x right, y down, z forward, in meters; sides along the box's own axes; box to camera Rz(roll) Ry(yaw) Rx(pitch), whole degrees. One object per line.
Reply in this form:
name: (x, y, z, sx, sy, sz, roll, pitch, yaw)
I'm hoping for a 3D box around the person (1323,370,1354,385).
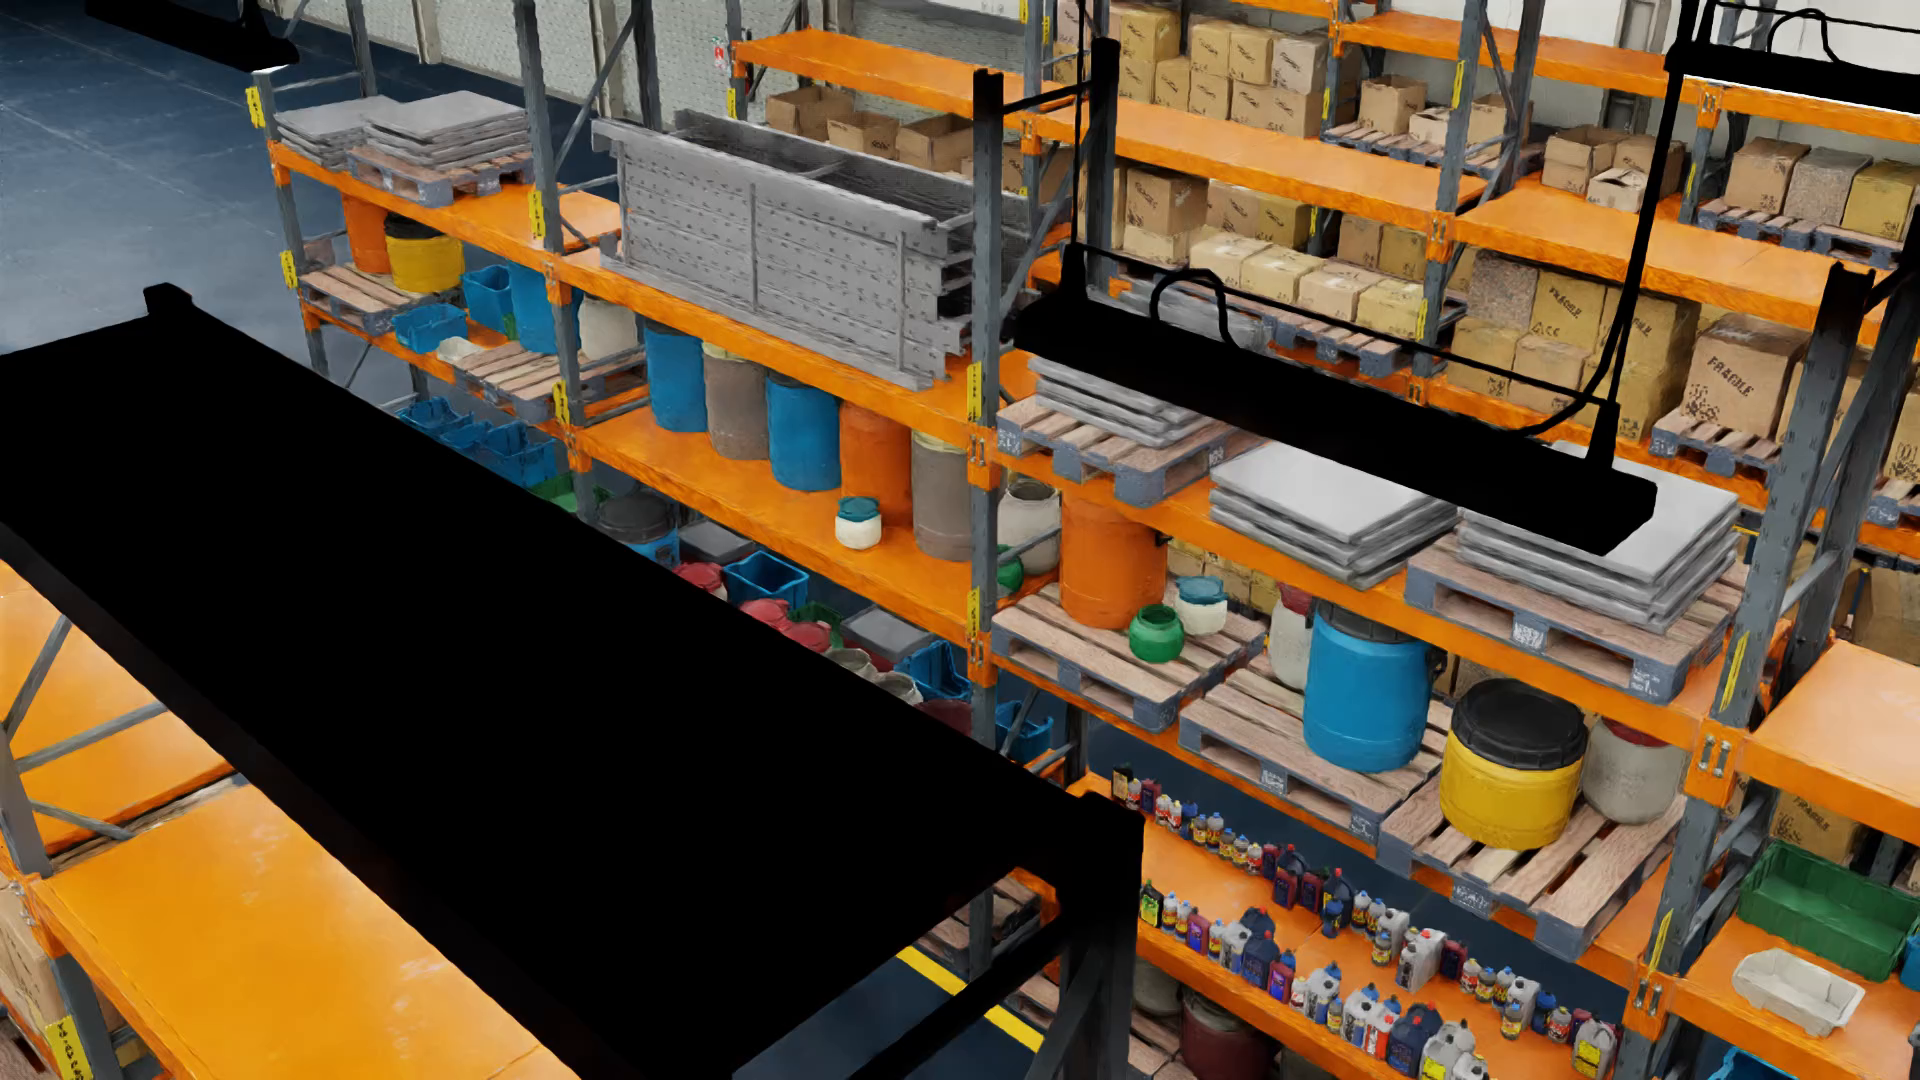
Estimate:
person: (4.094, -1.848, 17.939, 0.782, 1.524, 0.562, 13, 32, 22)
